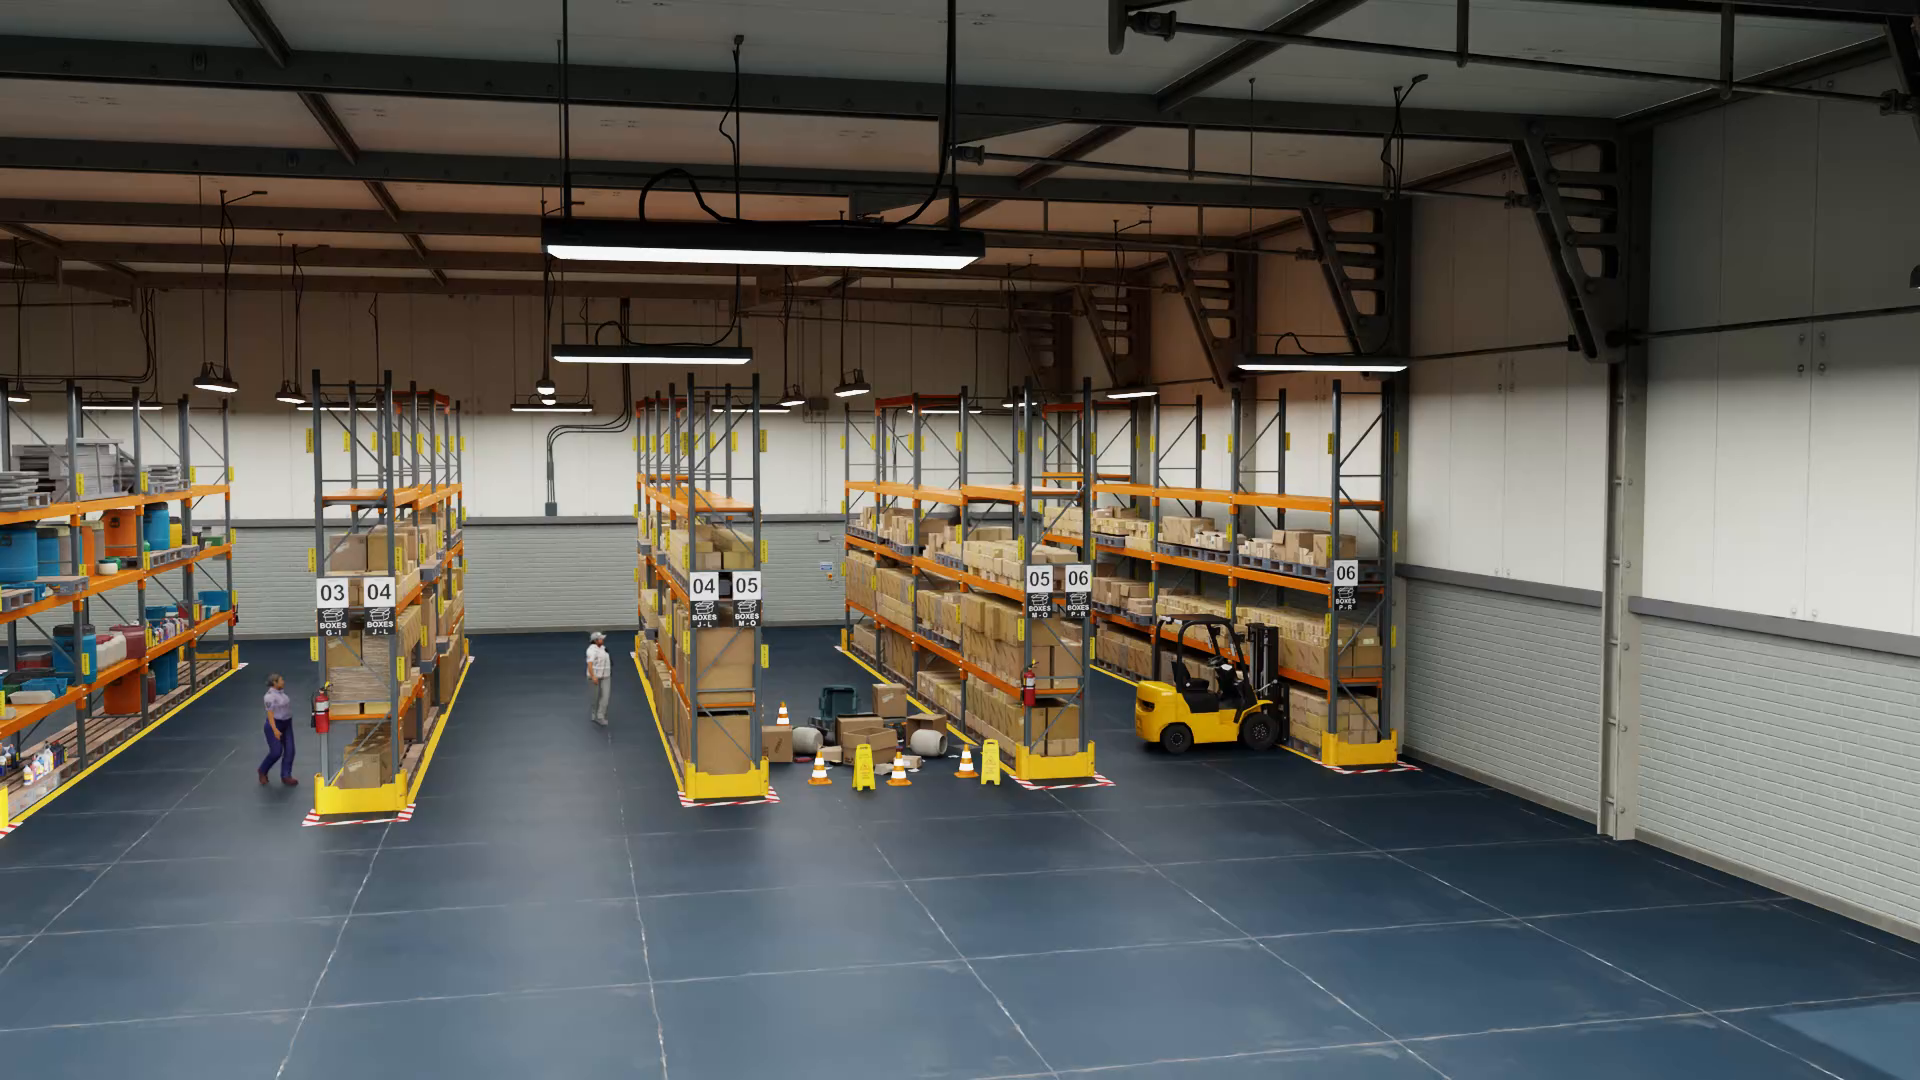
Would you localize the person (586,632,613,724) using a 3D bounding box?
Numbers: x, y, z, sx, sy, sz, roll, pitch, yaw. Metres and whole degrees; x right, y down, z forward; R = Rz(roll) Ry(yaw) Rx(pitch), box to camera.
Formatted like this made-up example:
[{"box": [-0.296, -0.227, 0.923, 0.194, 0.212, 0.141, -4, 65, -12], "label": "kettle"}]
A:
[{"box": [-6.482, 2.473, 29.823, 0.512, 1.667, 0.673, -2, 4, -36], "label": "person"}]

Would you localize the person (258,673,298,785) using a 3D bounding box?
[{"box": [-10.068, 2.784, 24.548, 0.581, 1.649, 0.526, 1, 3, 17], "label": "person"}]
